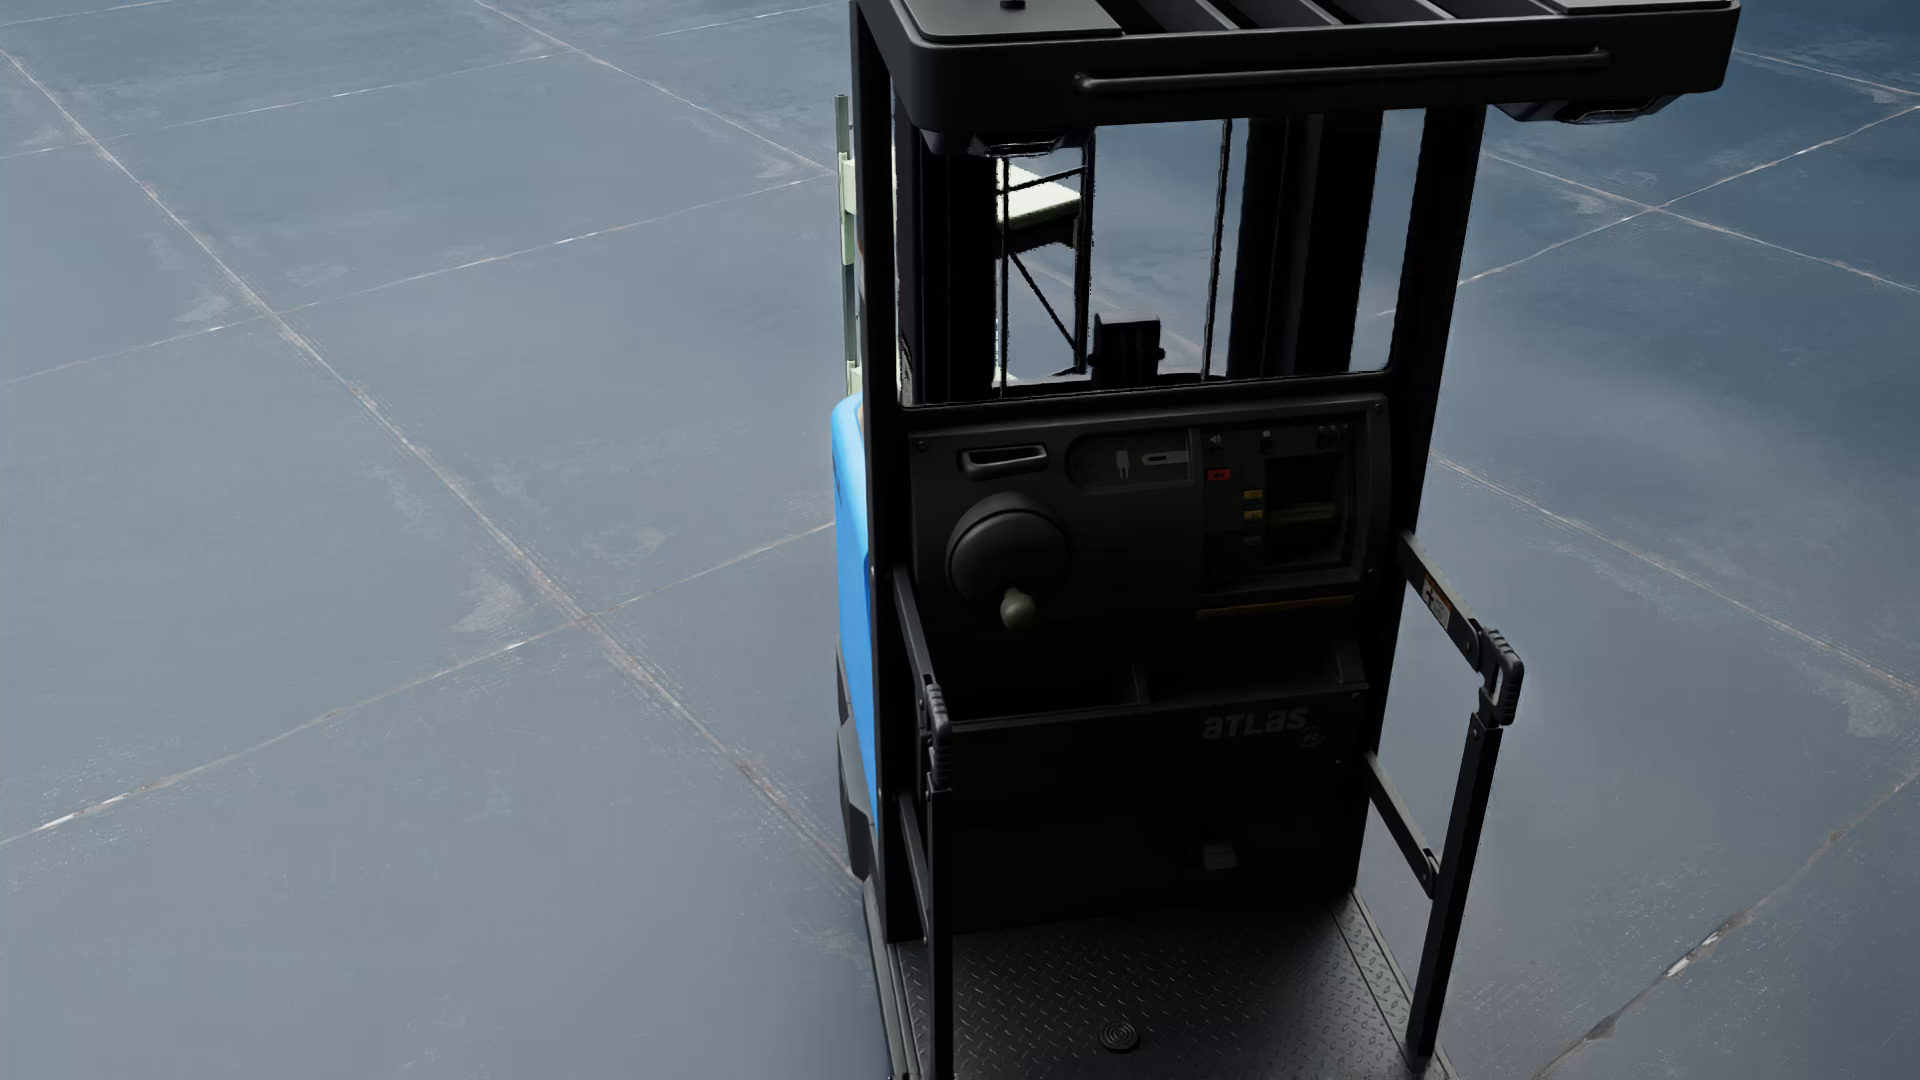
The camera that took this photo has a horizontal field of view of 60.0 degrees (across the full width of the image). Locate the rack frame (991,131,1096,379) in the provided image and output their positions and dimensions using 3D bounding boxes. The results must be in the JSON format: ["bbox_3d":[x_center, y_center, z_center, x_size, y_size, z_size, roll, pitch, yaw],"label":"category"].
[{"bbox_3d":[0.229,-0.482,5.104,0.400,1.500,0.023,-22,38,-31],"label":"rack frame"}]

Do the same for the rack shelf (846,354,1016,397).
[{"bbox_3d":[0.004,-0.357,5.522,0.431,0.370,0.720,-22,38,-31],"label":"rack shelf"}]

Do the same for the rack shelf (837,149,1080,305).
[{"bbox_3d":[0.004,-0.966,5.144,0.431,0.370,0.720,-22,38,-31],"label":"rack shelf"}]

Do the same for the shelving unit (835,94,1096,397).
[{"bbox_3d":[0.004,-0.634,5.350,0.431,1.500,0.755,-22,38,-31],"label":"shelving unit"}]

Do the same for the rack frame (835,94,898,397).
[{"bbox_3d":[-0.220,-0.787,5.595,0.400,1.500,0.023,-22,38,-31],"label":"rack frame"}]

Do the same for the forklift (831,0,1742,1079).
[{"bbox_3d":[0.406,0.001,2.970,1.130,2.935,3.031,-5,32,-8],"label":"forklift"}]
